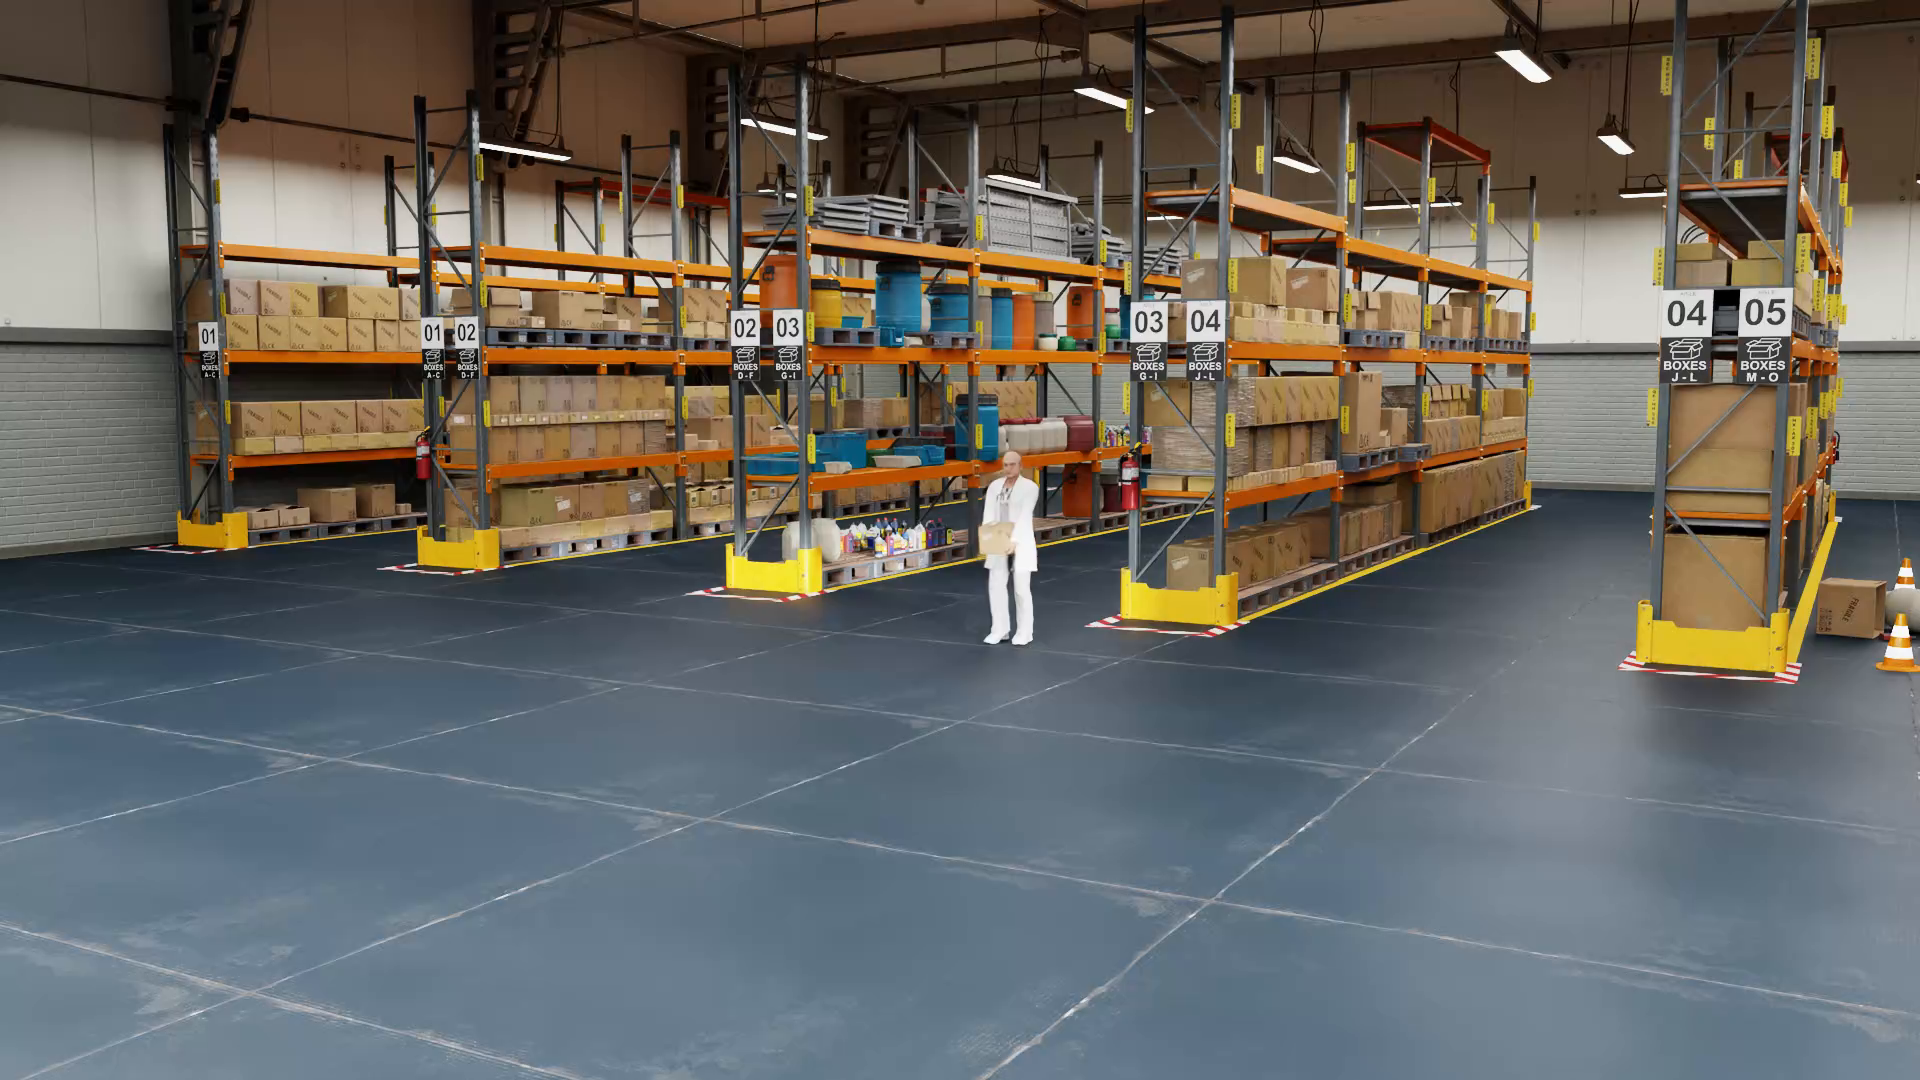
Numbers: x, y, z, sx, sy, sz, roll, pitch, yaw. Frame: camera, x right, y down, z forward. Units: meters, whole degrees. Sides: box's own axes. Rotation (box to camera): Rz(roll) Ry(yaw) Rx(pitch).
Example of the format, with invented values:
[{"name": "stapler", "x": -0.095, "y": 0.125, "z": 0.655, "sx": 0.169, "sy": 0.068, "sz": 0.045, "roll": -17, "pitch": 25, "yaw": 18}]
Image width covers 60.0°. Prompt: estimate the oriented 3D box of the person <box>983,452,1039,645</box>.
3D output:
[{"name": "person", "x": 0.437, "y": 0.077, "z": 15.340, "sx": 0.526, "sy": 1.778, "sz": 0.565, "roll": 3, "pitch": 7, "yaw": 27}]
